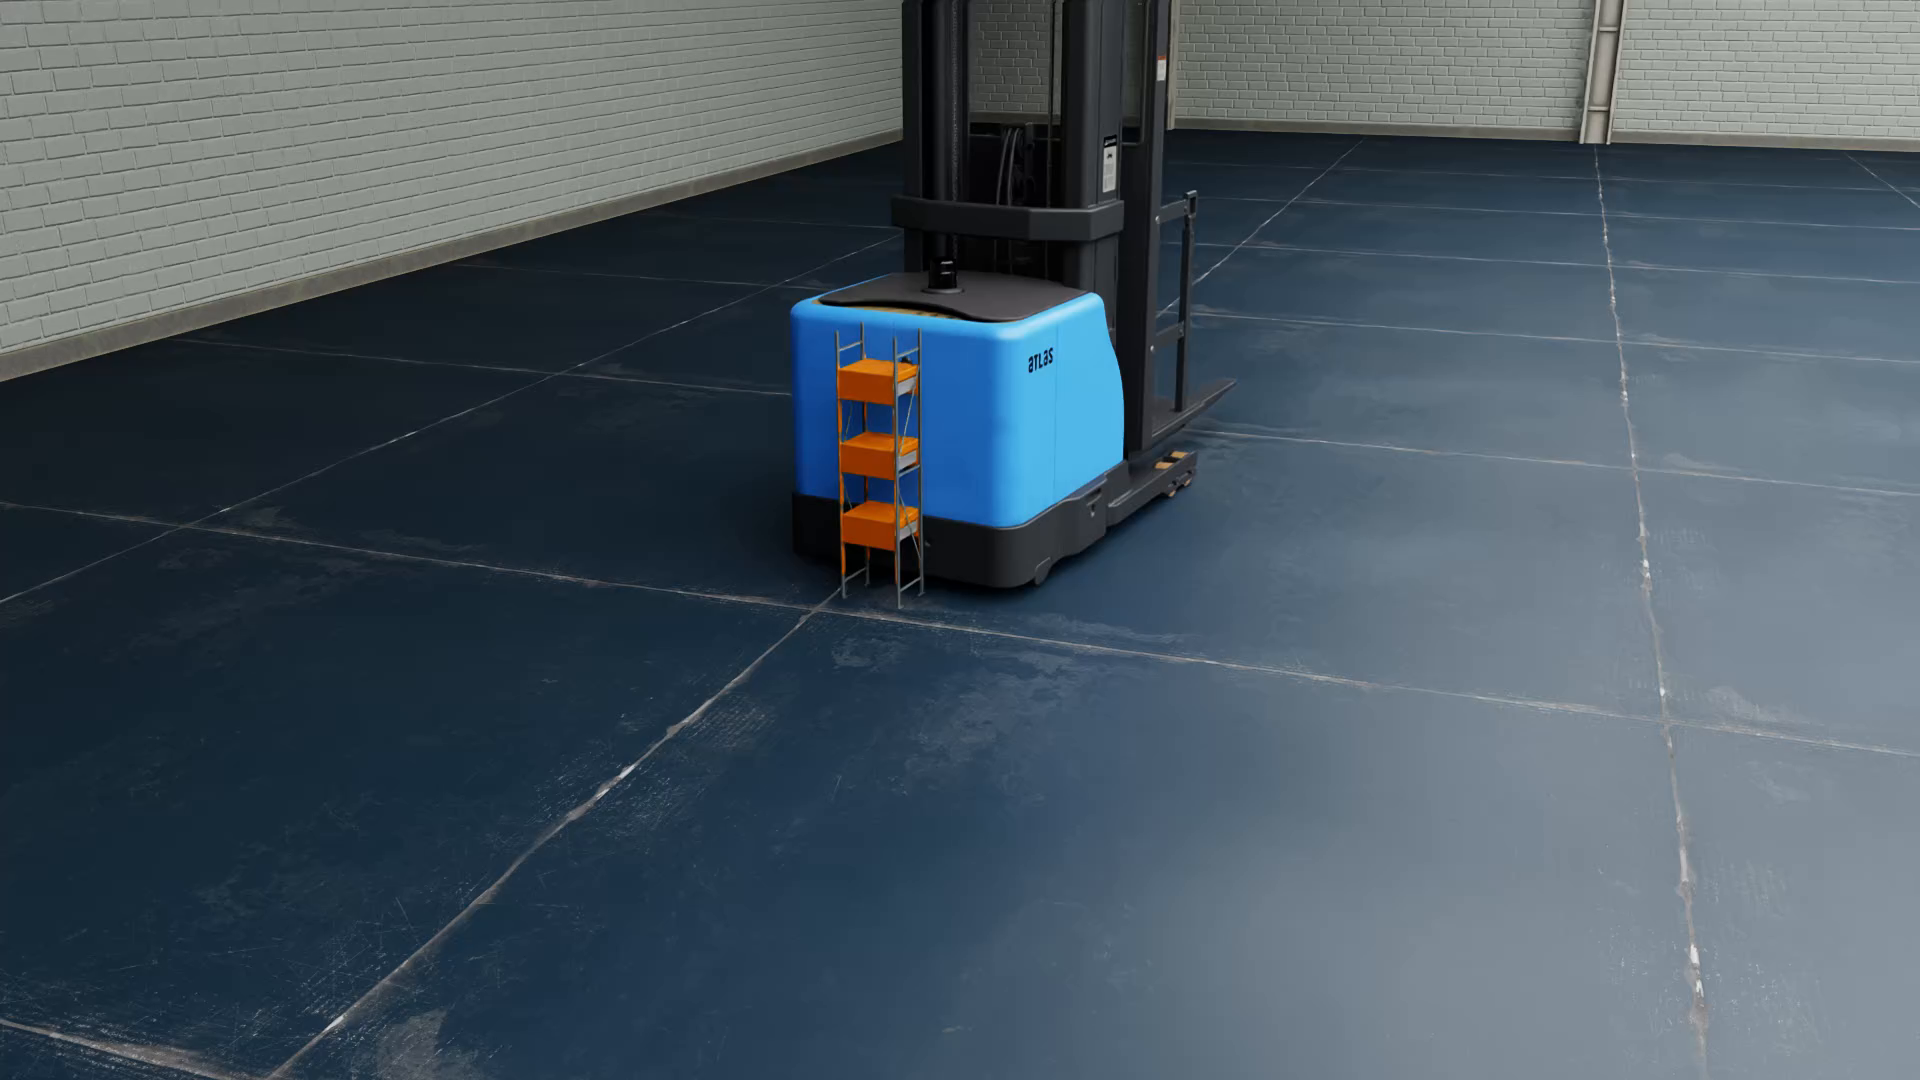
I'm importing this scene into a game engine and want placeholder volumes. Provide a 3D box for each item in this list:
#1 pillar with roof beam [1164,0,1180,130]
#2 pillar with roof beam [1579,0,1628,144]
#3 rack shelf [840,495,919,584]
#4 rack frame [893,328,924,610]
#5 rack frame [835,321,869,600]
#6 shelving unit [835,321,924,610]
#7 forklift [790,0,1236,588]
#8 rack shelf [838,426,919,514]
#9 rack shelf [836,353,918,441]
[{"bbox_3d":[1.502,-8.934,19.034,0.400,9.000,9.100,7,20,18],"label":"pillar with roof beam"},{"bbox_3d":[7.170,-8.285,17.174,0.400,9.000,9.100,7,20,18],"label":"pillar with roof beam"},{"bbox_3d":[-0.300,-0.004,6.368,0.240,0.259,0.215,10,21,26],"label":"rack shelf"},{"bbox_3d":[-0.191,-0.258,6.220,0.008,1.050,0.200,10,21,26],"label":"rack frame"},{"bbox_3d":[-0.408,-0.295,6.326,0.008,1.050,0.200,10,21,26],"label":"rack frame"},{"bbox_3d":[-0.300,-0.276,6.273,0.252,1.050,0.215,10,21,26],"label":"shelving unit"},{"bbox_3d":[0.460,-1.641,7.331,1.130,2.935,3.031,10,22,27],"label":"forklift"},{"bbox_3d":[-0.300,-0.266,6.277,0.240,0.259,0.215,10,21,26],"label":"rack shelf"},{"bbox_3d":[-0.300,-0.534,6.183,0.240,0.259,0.215,10,21,26],"label":"rack shelf"}]
